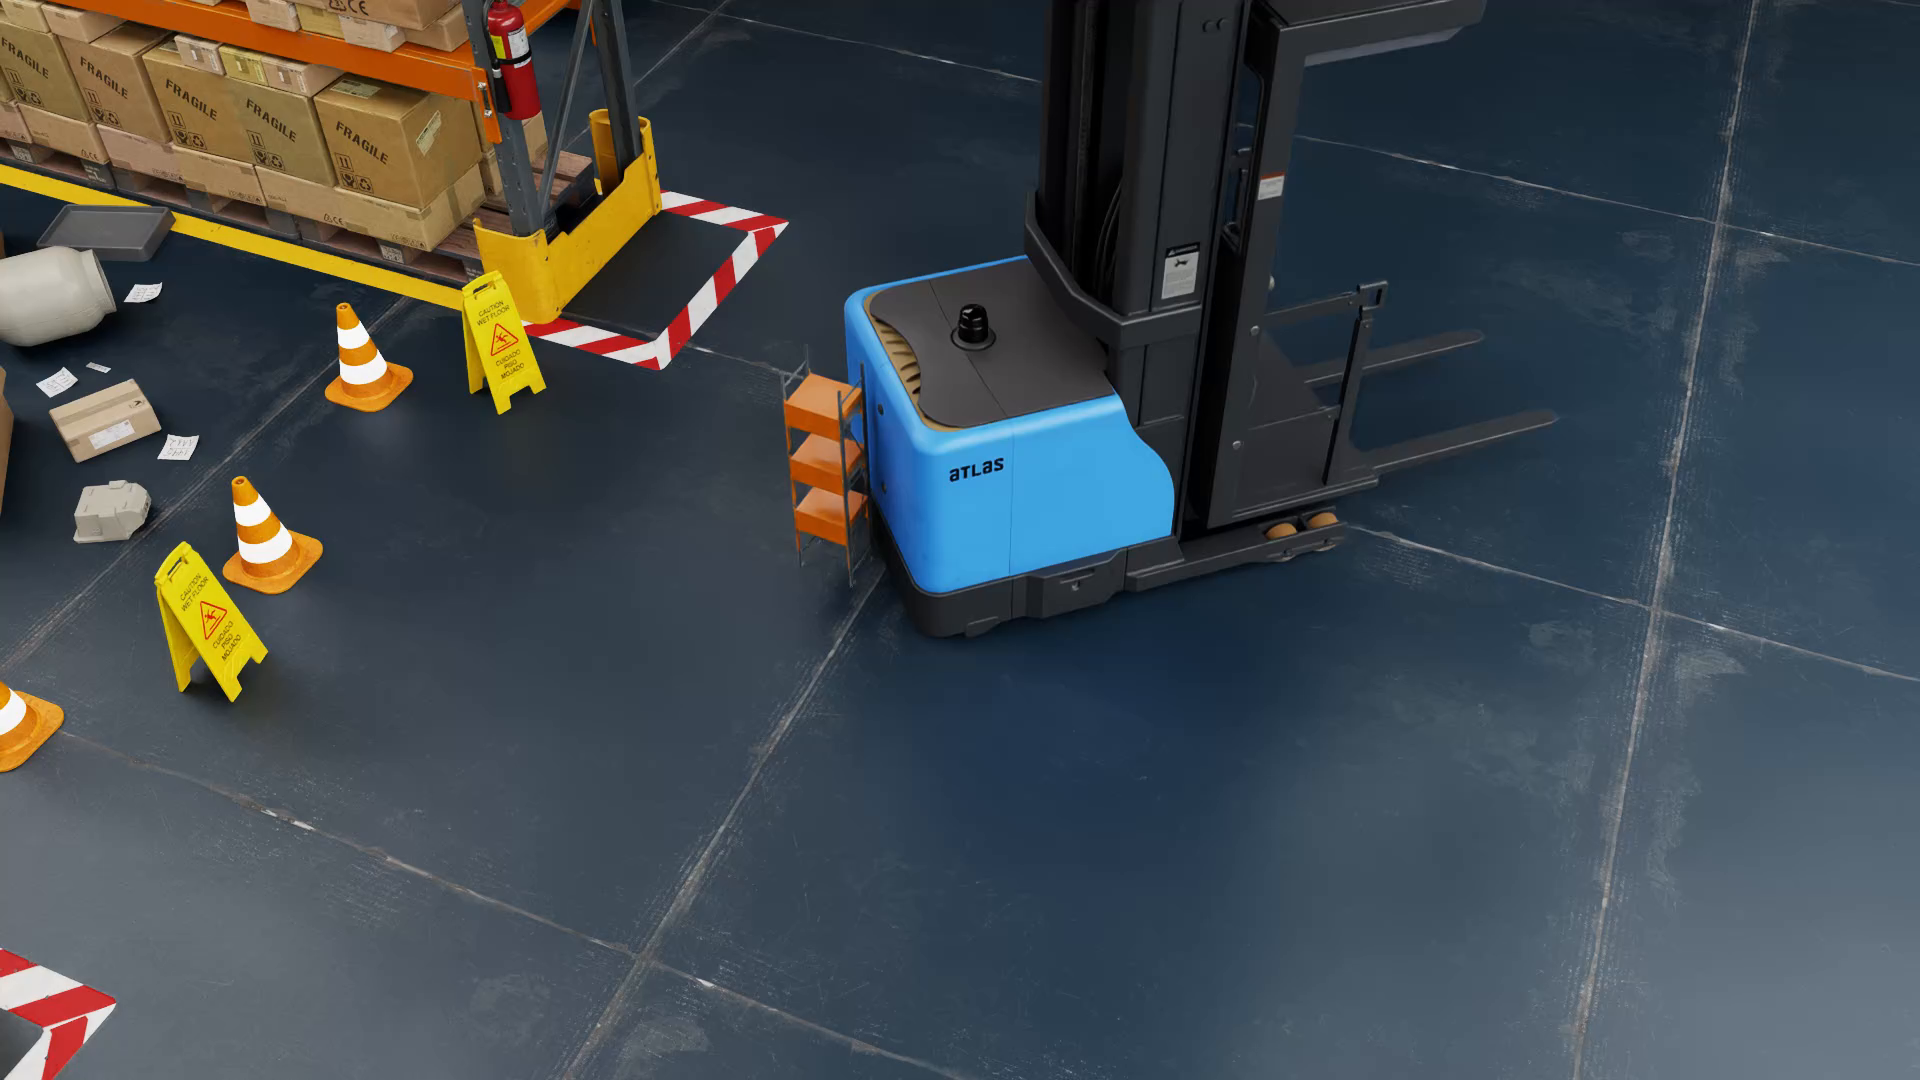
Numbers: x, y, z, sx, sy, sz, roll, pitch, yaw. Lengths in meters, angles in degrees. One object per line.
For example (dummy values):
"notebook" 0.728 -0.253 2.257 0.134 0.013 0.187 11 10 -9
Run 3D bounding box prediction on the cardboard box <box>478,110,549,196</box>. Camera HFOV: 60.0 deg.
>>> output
"cardboard box" -2.519 -2.085 8.709 0.500 0.250 0.500 16 47 16

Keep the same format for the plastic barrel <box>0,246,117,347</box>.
"plastic barrel" -4.371 -1.174 7.968 0.512 0.421 0.421 -20 48 -19

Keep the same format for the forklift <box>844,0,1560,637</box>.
"forklift" 1.102 -1.285 6.302 3.031 2.935 1.130 -14 47 -14

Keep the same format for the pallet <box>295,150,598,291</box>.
"pallet" -2.688 -1.787 8.736 1.213 0.211 1.003 16 47 16

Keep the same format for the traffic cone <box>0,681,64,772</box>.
"traffic cone" -3.637 0.569 6.189 0.334 0.463 0.336 16 47 16

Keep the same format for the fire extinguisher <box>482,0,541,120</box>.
"fire extinguisher" -1.953 -2.153 7.181 0.183 0.674 0.296 16 47 16

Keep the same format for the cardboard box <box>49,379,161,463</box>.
"cardboard box" -3.868 -0.542 7.528 0.380 0.149 0.250 -28 51 -25

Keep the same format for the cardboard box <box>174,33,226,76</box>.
"cardboard box" -3.559 -2.428 8.063 0.250 0.149 0.380 18 48 18

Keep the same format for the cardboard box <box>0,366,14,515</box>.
"cardboard box" -4.477 -0.456 7.190 0.637 0.503 0.797 -12 46 -12

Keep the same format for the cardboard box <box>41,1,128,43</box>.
"cardboard box" -4.316 -2.649 8.285 0.250 0.149 0.380 19 48 18

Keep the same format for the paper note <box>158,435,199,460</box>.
"paper note" -3.520 -0.420 7.489 0.142 0.019 0.148 2 45 2

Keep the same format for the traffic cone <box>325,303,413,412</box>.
"traffic cone" -2.775 -0.889 7.655 0.334 0.463 0.336 16 47 16

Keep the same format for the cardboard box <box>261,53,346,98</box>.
"cardboard box" -3.086 -2.285 7.919 0.250 0.149 0.380 18 48 17

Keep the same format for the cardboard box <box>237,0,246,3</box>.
"cardboard box" -3.245 -2.676 7.830 0.250 0.149 0.380 17 47 16

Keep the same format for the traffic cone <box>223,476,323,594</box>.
"traffic cone" -2.889 -0.074 6.836 0.334 0.463 0.336 16 47 16

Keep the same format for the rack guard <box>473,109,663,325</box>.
"rack guard" -1.952 -1.646 8.389 0.348 0.500 1.175 16 47 16

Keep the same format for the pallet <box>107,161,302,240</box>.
"pallet" -3.810 -2.120 9.070 1.213 0.211 1.003 16 47 16

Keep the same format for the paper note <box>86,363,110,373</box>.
"paper note" -4.097 -0.820 7.906 0.123 0.001 0.032 16 47 16

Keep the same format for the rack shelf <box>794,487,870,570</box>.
"rack shelf" -0.519 -0.072 6.826 0.240 0.259 0.215 19 48 18

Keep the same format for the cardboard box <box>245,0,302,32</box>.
"cardboard box" -3.063 -2.515 7.668 0.250 0.149 0.380 17 47 17

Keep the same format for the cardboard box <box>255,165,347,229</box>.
"cardboard box" -3.206 -1.876 8.499 0.500 0.250 0.500 17 47 16

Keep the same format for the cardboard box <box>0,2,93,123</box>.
"cardboard box" -4.634 -2.564 8.659 0.500 0.500 0.500 18 48 17

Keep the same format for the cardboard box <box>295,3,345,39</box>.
"cardboard box" -2.814 -2.465 7.618 0.250 0.149 0.380 16 47 15

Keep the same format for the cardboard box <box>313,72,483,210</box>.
"cardboard box" -2.721 -1.999 8.092 0.500 0.500 0.500 17 47 16

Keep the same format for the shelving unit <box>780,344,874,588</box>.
"shelving unit" -0.519 -0.276 6.622 0.252 1.050 0.215 19 48 18

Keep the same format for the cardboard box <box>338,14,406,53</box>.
"cardboard box" -2.585 -2.381 7.534 0.250 0.149 0.380 16 47 15

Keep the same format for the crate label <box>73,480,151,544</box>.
"crate label" -3.638 -0.132 7.125 0.298 0.136 0.250 -5 45 -5

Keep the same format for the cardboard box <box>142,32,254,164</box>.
"cardboard box" -3.667 -2.281 8.374 0.500 0.500 0.500 15 47 15

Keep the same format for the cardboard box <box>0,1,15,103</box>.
"cardboard box" -5.133 -2.702 8.798 0.500 0.500 0.500 19 48 18

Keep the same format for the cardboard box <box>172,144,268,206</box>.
"cardboard box" -3.691 -2.014 8.639 0.500 0.250 0.500 15 47 14

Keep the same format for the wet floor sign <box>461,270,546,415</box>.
"wet floor sign" -2.118 -0.929 7.565 0.232 0.644 0.267 33 54 29

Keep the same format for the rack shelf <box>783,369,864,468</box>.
"rack shelf" -0.519 -0.470 6.430 0.240 0.259 0.215 19 48 18

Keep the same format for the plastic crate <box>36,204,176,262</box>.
"plastic crate" -4.440 -1.603 8.643 0.583 0.080 0.402 2 45 2

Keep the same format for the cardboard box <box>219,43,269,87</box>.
"cardboard box" -3.317 -2.356 7.990 0.250 0.149 0.380 17 47 16

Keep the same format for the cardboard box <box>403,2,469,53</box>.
"cardboard box" -2.309 -2.385 7.537 0.250 0.149 0.380 18 48 17

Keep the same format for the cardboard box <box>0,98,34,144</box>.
"cardboard box" -5.133 -2.436 9.062 0.500 0.250 0.500 14 47 14

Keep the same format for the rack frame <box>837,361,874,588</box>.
"rack frame" -0.409 -0.239 6.585 0.008 1.050 0.200 19 48 18

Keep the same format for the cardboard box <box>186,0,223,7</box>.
"cardboard box" -3.516 -2.687 7.841 0.250 0.149 0.380 16 47 15

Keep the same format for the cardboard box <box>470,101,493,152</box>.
"cardboard box" -2.542 -2.357 8.451 0.500 0.500 0.500 15 47 15

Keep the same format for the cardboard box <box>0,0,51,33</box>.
"cardboard box" -4.565 -2.720 8.357 0.250 0.149 0.380 18 48 17

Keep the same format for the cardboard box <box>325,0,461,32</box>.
"cardboard box" -2.488 -2.621 7.314 0.500 0.500 0.500 16 47 15

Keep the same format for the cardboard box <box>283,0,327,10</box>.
"cardboard box" -2.949 -2.760 7.454 0.500 0.500 0.500 17 47 16

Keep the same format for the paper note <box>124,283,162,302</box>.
"paper note" -4.082 -1.239 8.313 0.148 0.019 0.142 2 45 2

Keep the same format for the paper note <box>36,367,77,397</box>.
"paper note" -4.246 -0.744 7.823 0.142 0.019 0.148 33 54 29

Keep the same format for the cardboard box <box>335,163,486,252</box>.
"cardboard box" -2.753 -1.737 8.359 0.500 0.250 0.500 16 47 16

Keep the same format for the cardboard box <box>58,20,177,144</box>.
"cardboard box" -4.156 -2.422 8.517 0.500 0.500 0.500 19 48 18

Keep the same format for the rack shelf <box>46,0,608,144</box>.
"rack shelf" -3.727 -2.800 8.286 4.000 0.370 1.077 16 47 16

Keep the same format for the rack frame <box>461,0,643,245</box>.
"rack frame" -1.881 -2.512 7.487 0.127 3.000 1.000 16 47 16

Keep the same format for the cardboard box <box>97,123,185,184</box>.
"cardboard box" -4.145 -2.156 8.781 0.500 0.250 0.500 16 47 15

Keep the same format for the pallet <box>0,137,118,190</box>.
"pallet" -4.940 -2.450 9.402 1.213 0.211 1.003 16 47 16

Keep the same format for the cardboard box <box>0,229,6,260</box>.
"cardboard box" -5.108 -1.536 8.276 0.500 0.500 0.500 -20 48 -19

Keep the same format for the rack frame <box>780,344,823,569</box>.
"rack frame" -0.629 -0.314 6.660 0.008 1.050 0.200 19 48 18

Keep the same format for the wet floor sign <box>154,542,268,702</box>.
"wet floor sign" -2.905 0.292 6.338 0.232 0.644 0.267 9 46 9

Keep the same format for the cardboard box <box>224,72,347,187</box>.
"cardboard box" -3.204 -2.139 8.232 0.500 0.500 0.500 18 48 17

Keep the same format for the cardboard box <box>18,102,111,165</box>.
"cardboard box" -4.636 -2.298 8.924 0.500 0.250 0.500 19 48 18

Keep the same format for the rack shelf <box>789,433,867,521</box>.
"rack shelf" -0.519 -0.269 6.630 0.240 0.259 0.215 19 48 18
